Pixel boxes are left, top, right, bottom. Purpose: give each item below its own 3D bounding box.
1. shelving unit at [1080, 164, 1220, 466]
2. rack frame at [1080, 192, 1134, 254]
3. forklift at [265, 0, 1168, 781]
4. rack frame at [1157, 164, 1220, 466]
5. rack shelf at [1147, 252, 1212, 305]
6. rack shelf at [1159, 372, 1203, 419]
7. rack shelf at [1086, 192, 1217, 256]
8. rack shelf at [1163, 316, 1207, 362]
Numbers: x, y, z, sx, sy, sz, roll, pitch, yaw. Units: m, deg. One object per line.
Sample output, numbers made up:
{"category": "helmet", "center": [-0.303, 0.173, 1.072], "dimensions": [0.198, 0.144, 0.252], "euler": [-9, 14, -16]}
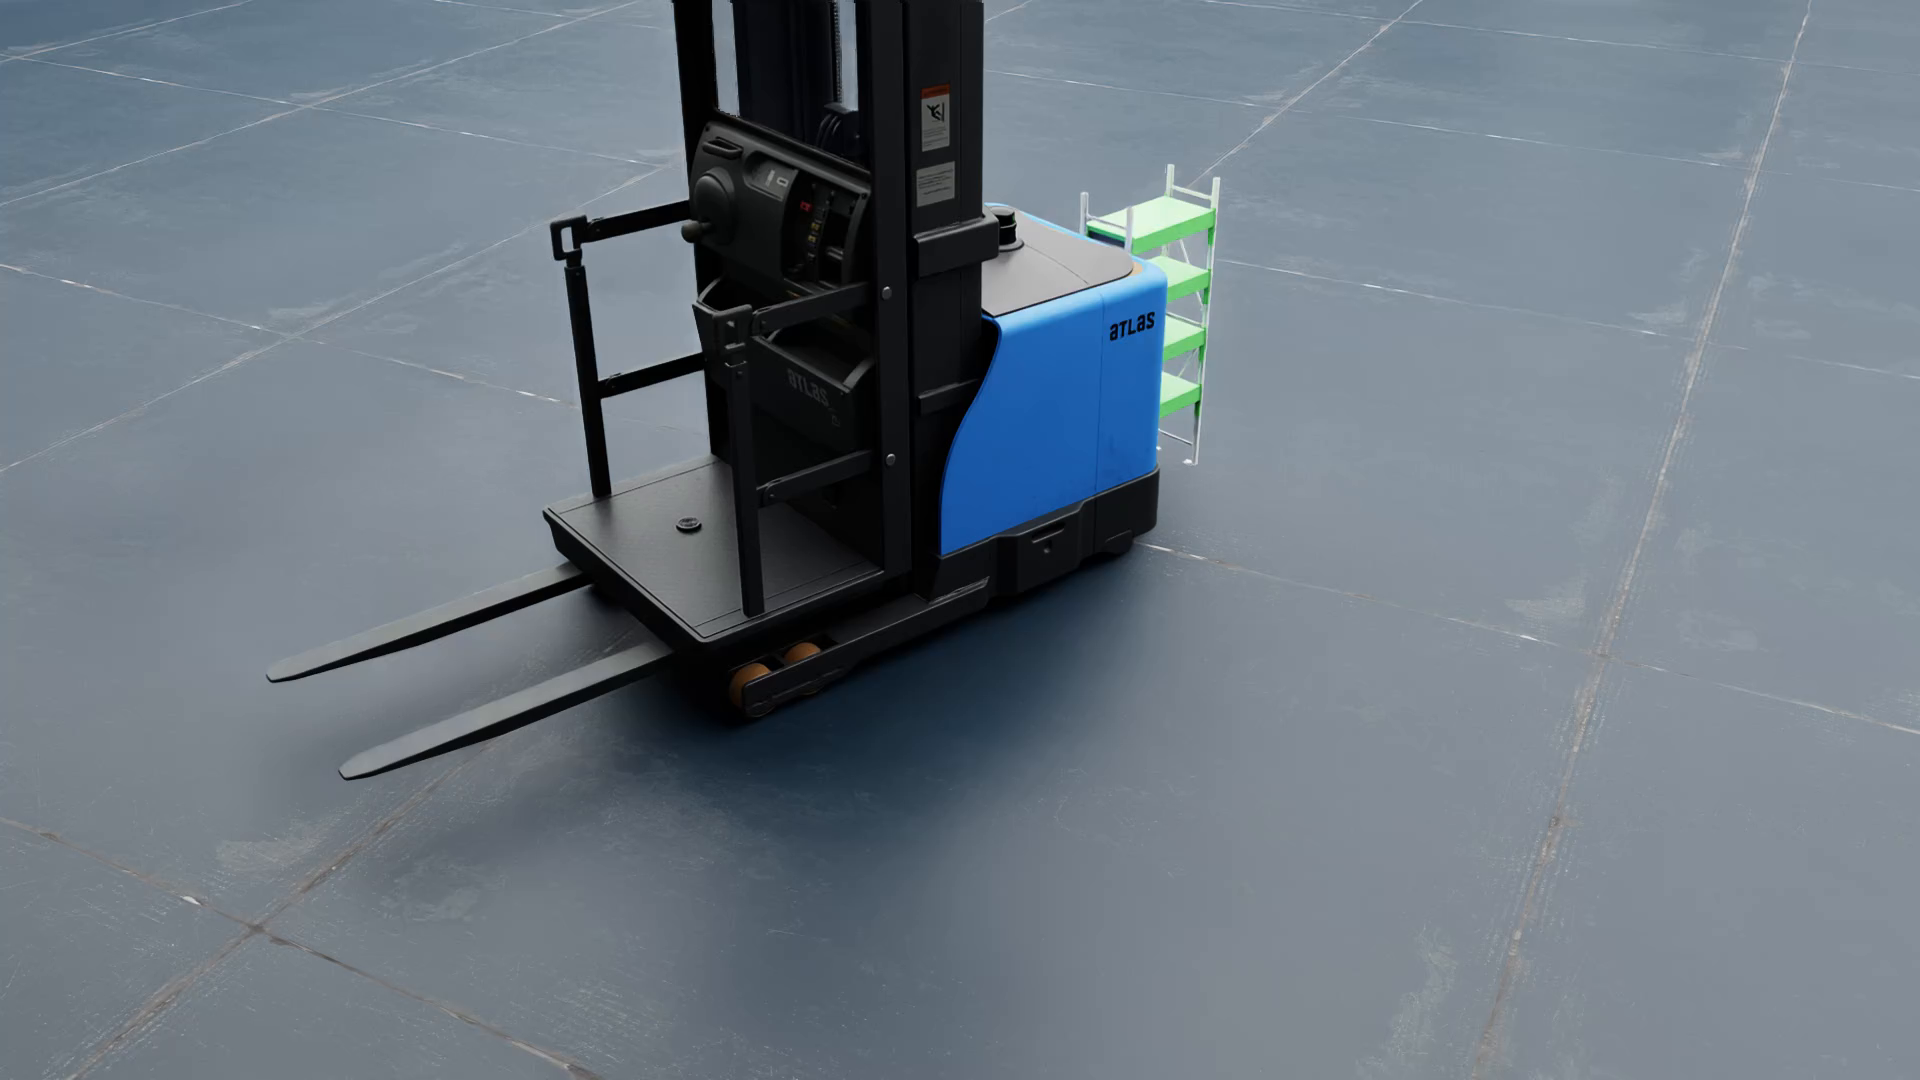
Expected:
{"category": "shelving unit", "center": [0.704, -0.783, 6.409], "dimensions": [0.503, 1.200, 0.258], "euler": [-26, 39, -37]}
{"category": "rack frame", "center": [0.528, -0.699, 6.262], "dimensions": [0.015, 1.200, 0.240], "euler": [-26, 39, -37]}
{"category": "forklift", "center": [-0.735, -1.007, 5.061], "dimensions": [3.031, 2.935, 1.130], "euler": [-22, 36, -33]}
{"category": "rack frame", "center": [0.879, -0.867, 6.556], "dimensions": [0.015, 1.200, 0.240], "euler": [-26, 39, -37]}
{"category": "rack shelf", "center": [0.704, -0.936, 6.321], "dimensions": [0.480, 0.148, 0.258], "euler": [-26, 39, -37]}
{"category": "rack shelf", "center": [0.704, -0.519, 6.560], "dimensions": [0.480, 0.148, 0.258], "euler": [-26, 39, -37]}
{"category": "rack shelf", "center": [0.704, -1.144, 6.201], "dimensions": [0.480, 0.148, 0.258], "euler": [-26, 39, -37]}
{"category": "rack shelf", "center": [0.704, -0.728, 6.440], "dimensions": [0.480, 0.148, 0.258], "euler": [-26, 39, -37]}
